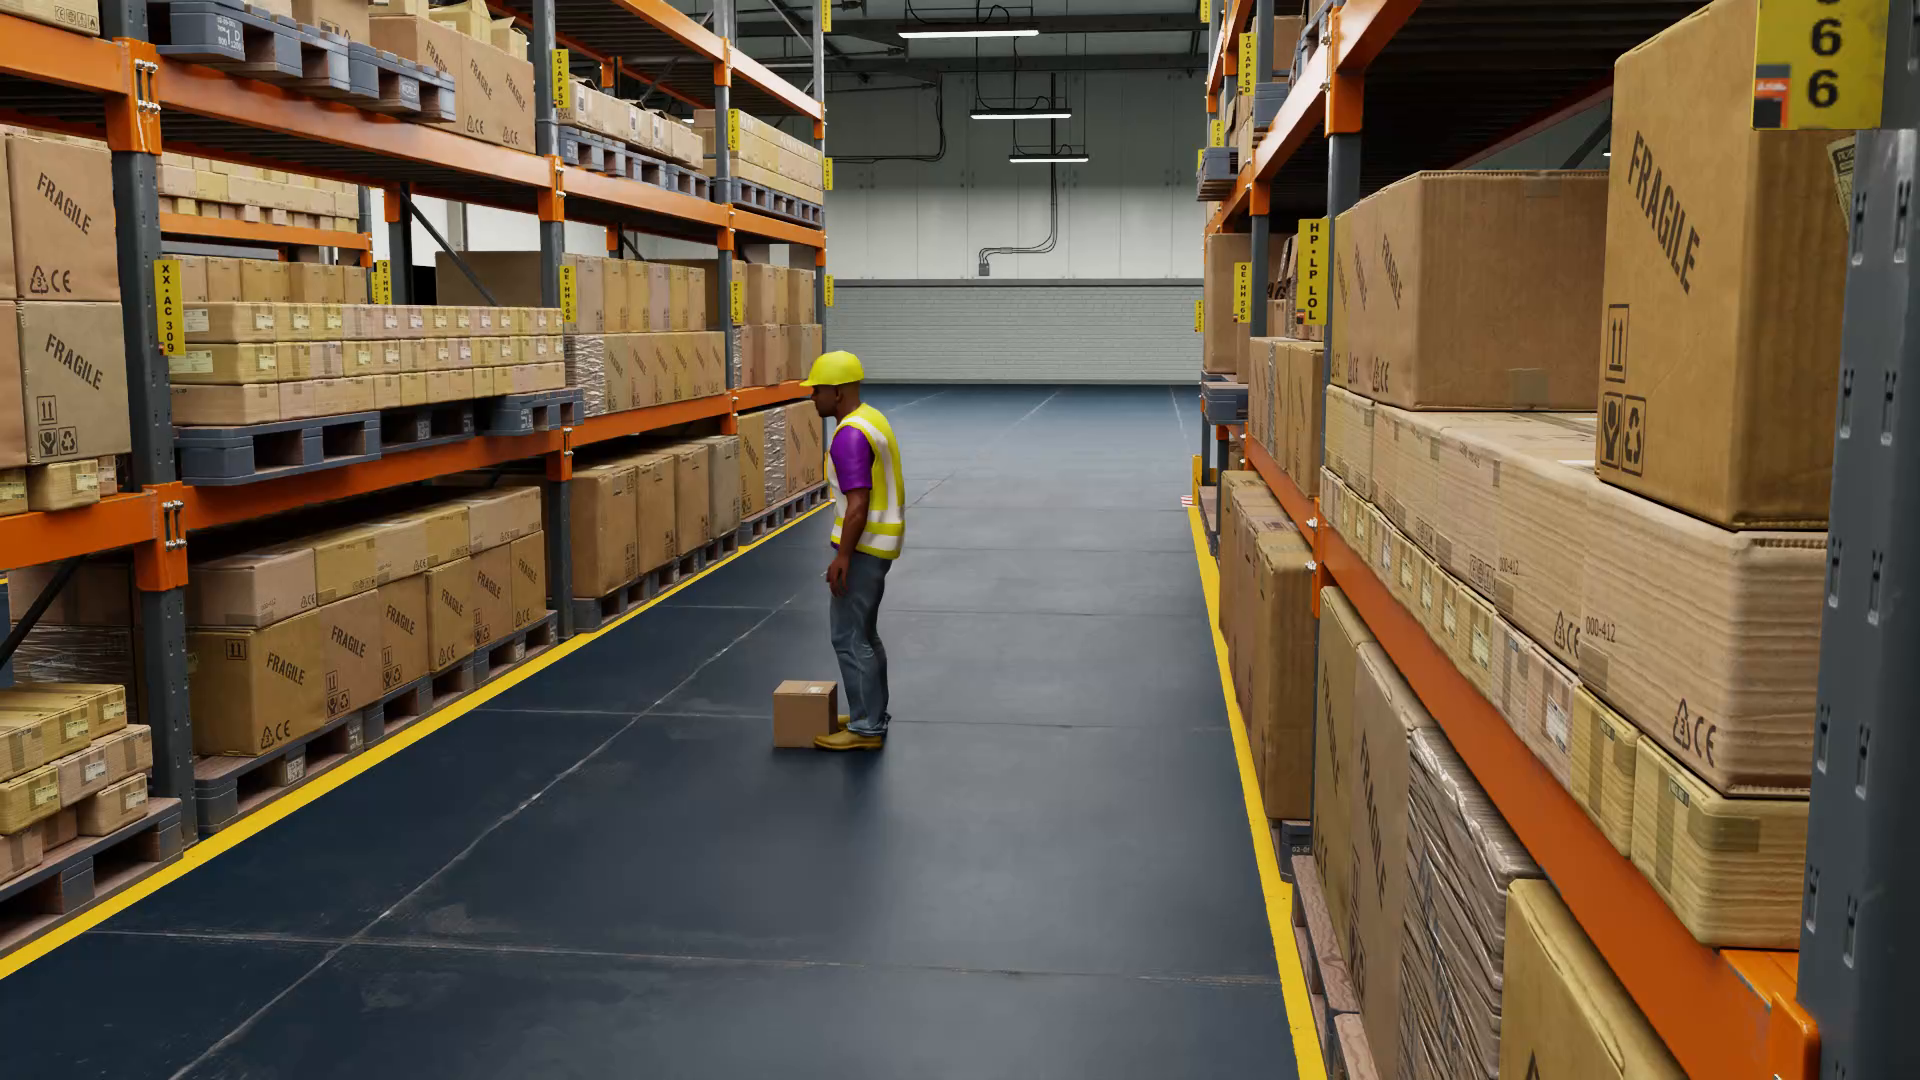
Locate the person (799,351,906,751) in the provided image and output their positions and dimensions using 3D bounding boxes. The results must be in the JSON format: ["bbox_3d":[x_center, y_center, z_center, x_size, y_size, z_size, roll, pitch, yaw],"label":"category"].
[{"bbox_3d":[-0.474,0.042,7.403,0.461,1.760,0.636,1,8,5],"label":"person"}]
